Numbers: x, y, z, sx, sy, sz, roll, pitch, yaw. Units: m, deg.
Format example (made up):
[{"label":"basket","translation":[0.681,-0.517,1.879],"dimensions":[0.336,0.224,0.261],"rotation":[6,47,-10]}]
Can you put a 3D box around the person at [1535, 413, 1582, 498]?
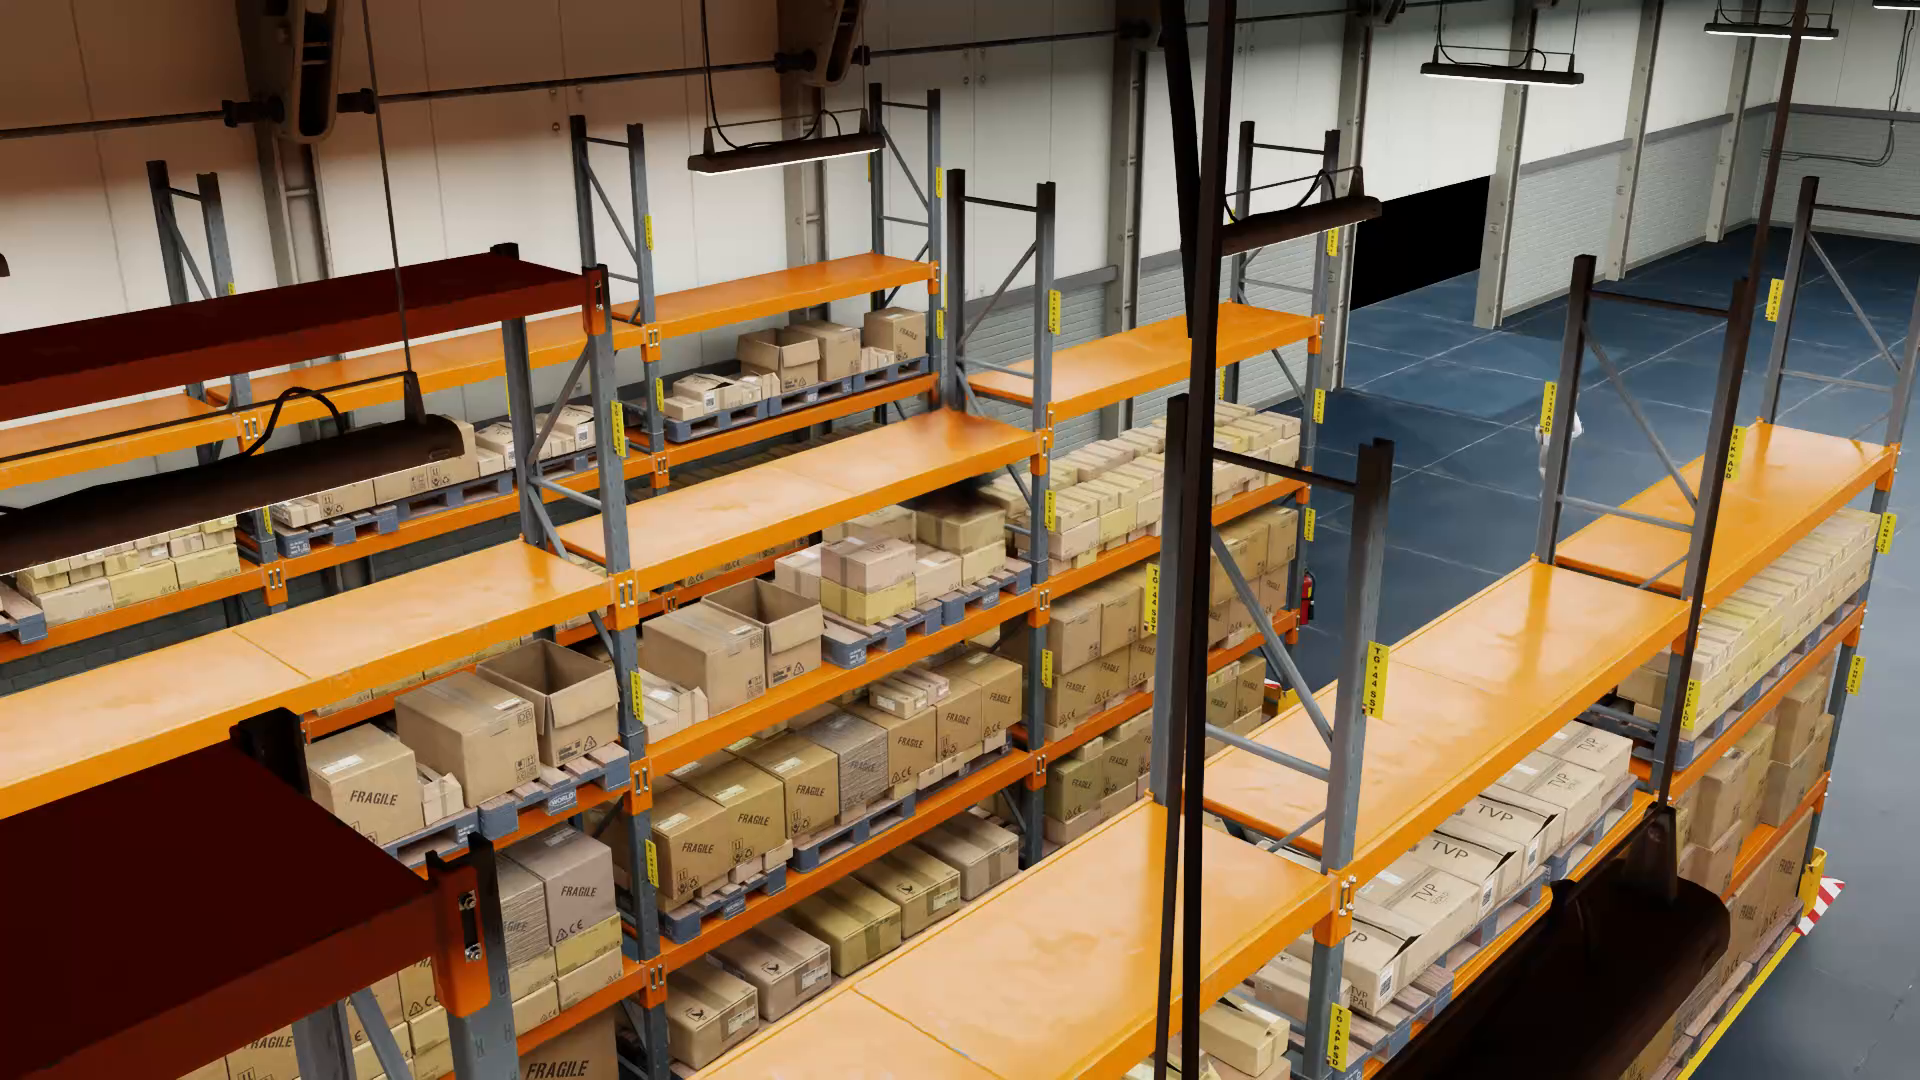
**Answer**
[{"label":"person","translation":[8.266,-1.294,23.079],"dimensions":[0.642,1.641,0.622],"rotation":[1,21,3]}]
